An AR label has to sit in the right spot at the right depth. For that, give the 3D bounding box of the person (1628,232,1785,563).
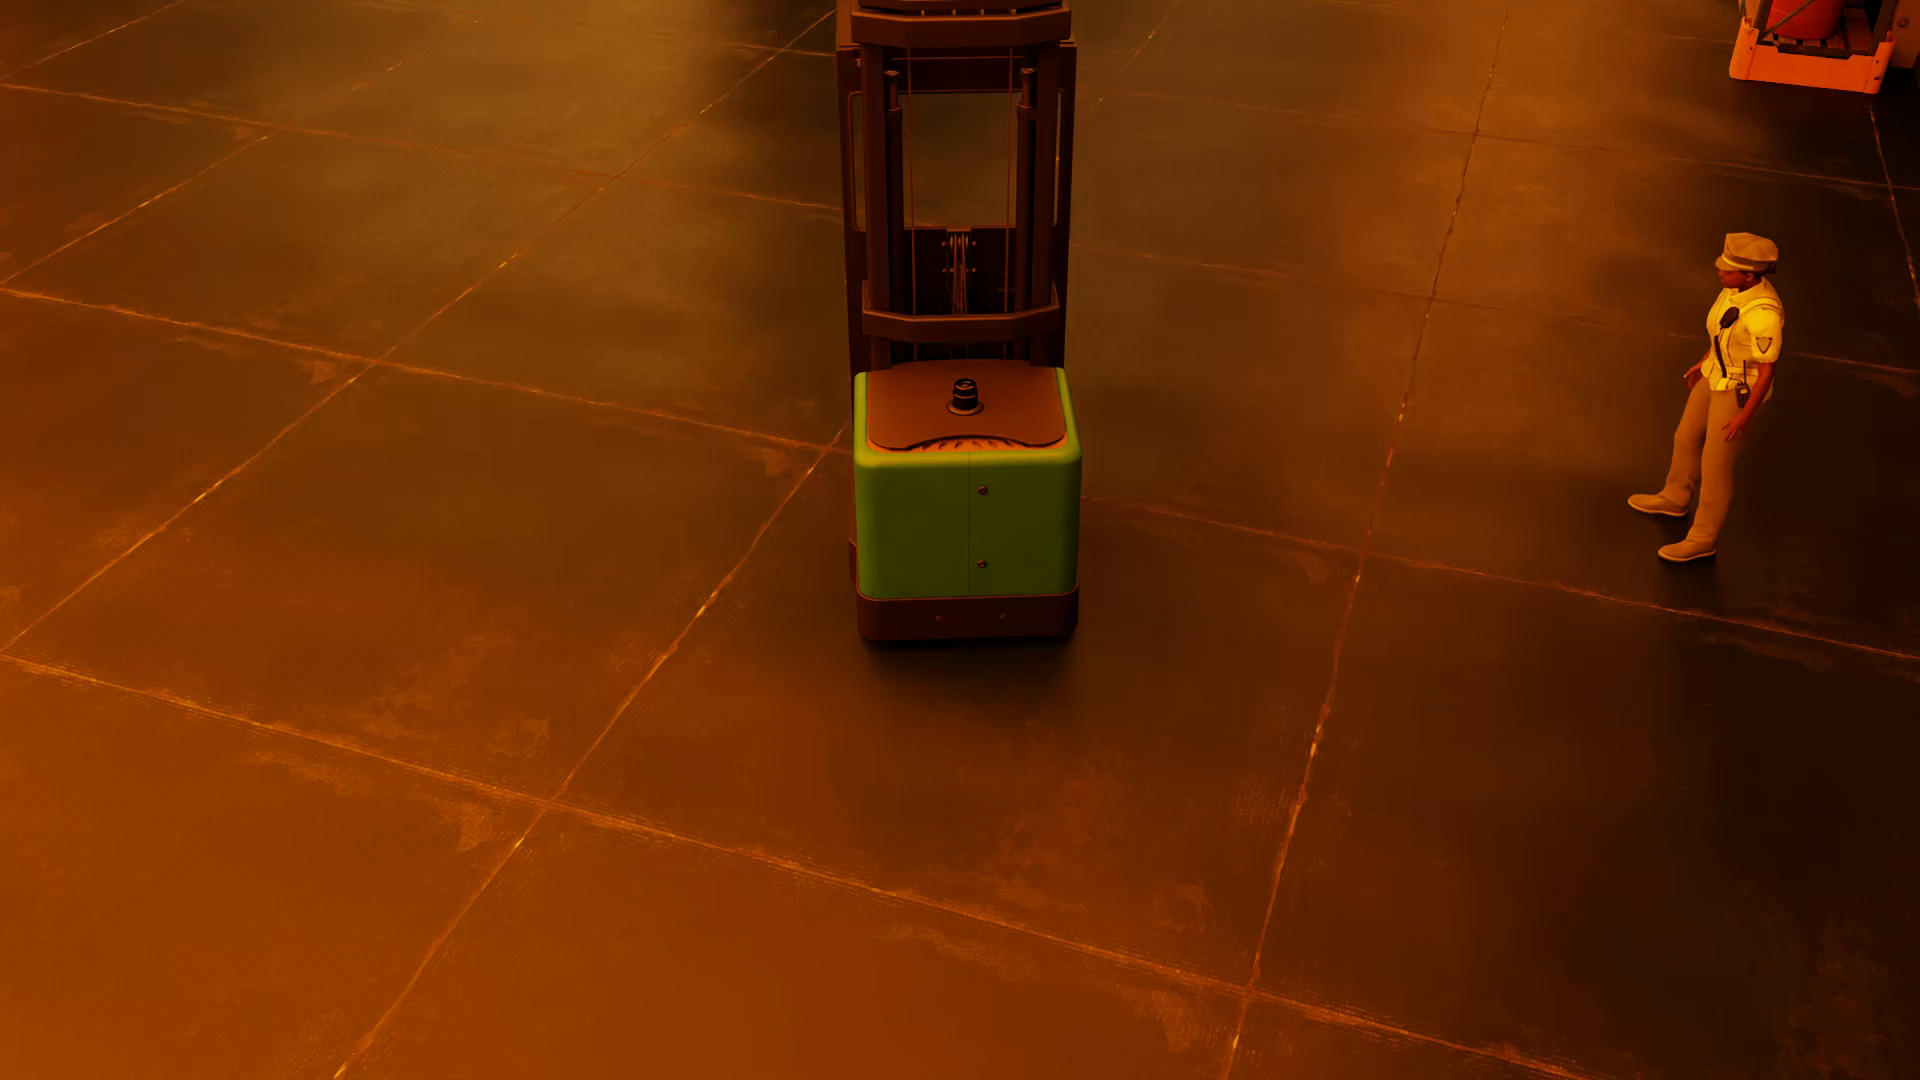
[{"bbox_3d":[3.771,-0.722,8.234,0.420,1.666,0.583,3,35,4],"label":"person"}]

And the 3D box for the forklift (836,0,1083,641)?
[{"bbox_3d":[-0.029,-1.547,8.293,1.130,2.935,3.031,-2,35,-2],"label":"forklift"}]
